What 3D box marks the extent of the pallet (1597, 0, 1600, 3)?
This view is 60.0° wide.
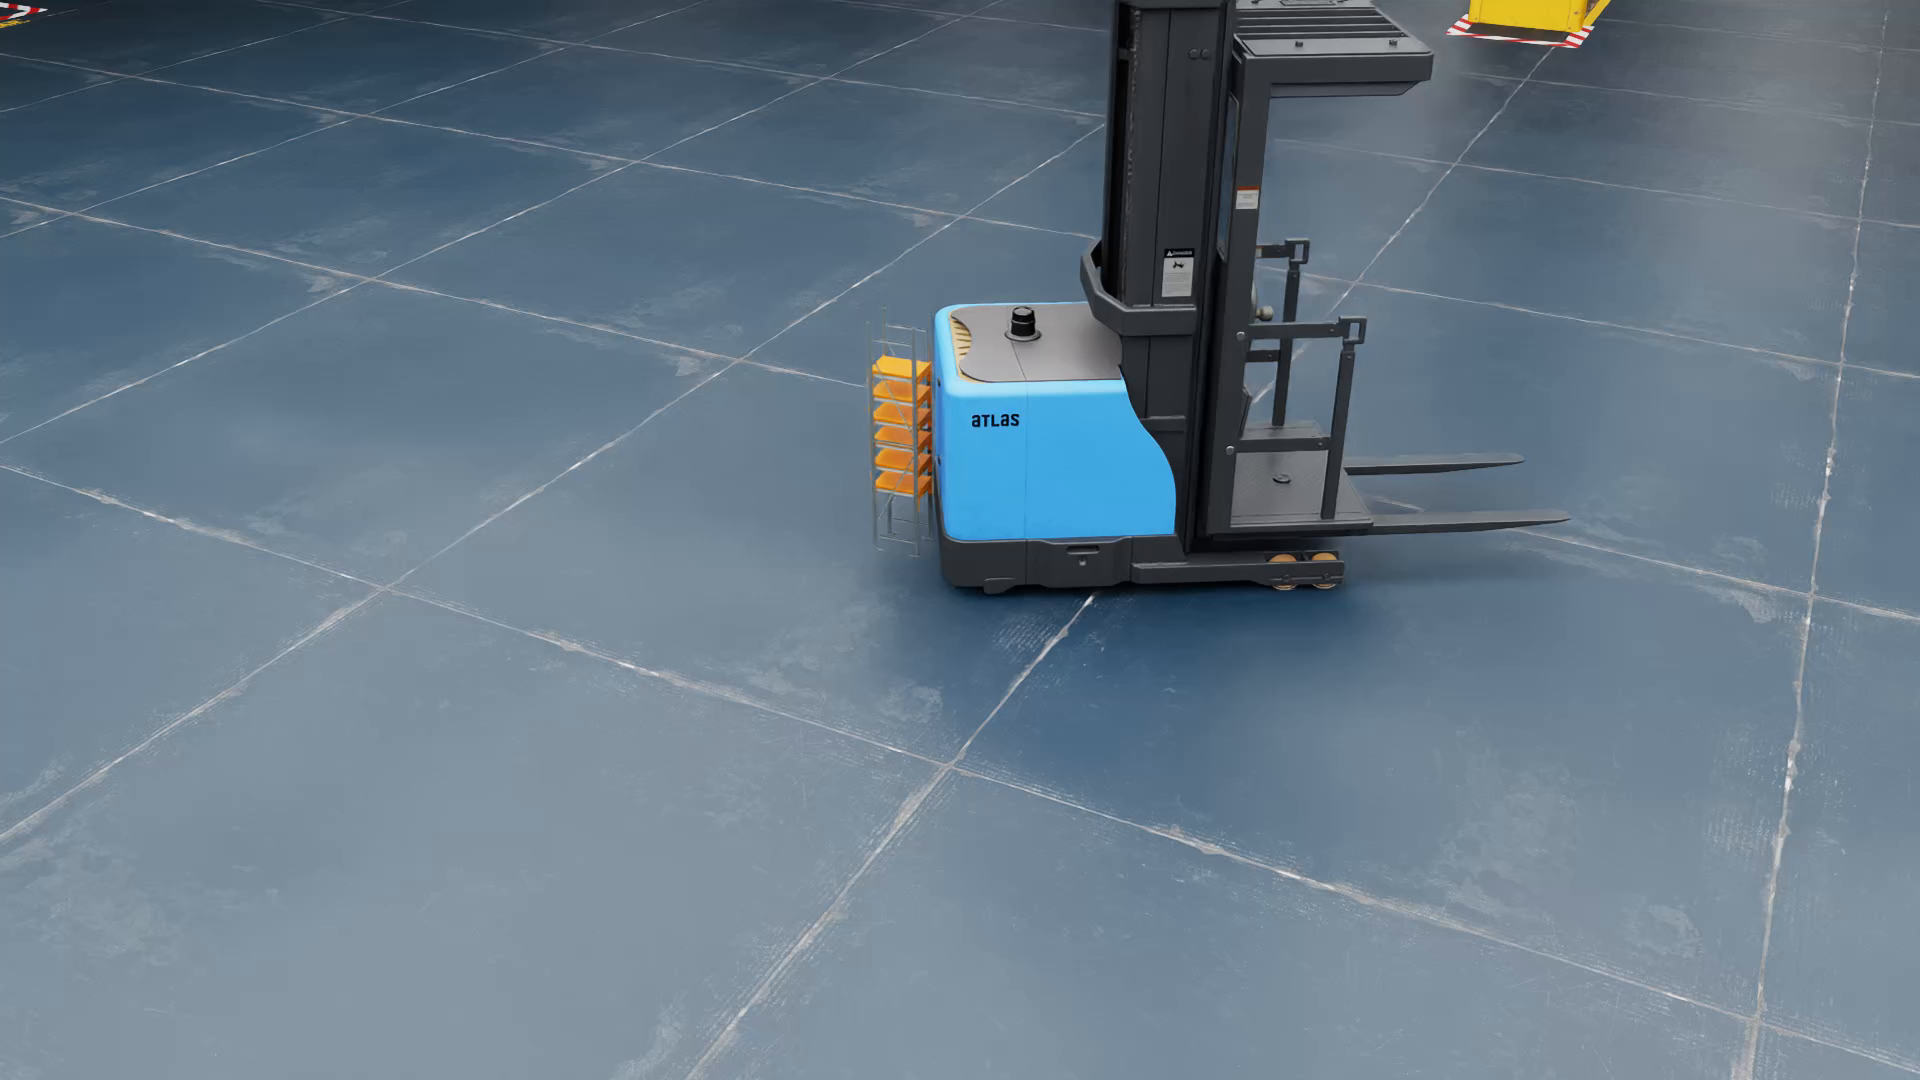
[{"bbox_3d":[7.055,-6.552,19.447,1.003,0.211,1.213,14,33,23],"label":"pallet"}]

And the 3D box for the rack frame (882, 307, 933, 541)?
[{"bbox_3d":[-0.248,-0.537,7.981,0.240,1.200,0.006,10,31,18],"label":"rack frame"}]

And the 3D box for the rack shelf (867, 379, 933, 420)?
[{"bbox_3d":[-0.280,-0.664,7.809,0.258,0.103,0.180,10,31,18],"label":"rack shelf"}]

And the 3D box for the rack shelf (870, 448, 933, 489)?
[{"bbox_3d":[-0.280,-0.352,7.988,0.258,0.103,0.180,10,31,18],"label":"rack shelf"}]

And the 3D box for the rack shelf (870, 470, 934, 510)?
[{"bbox_3d":[-0.280,-0.248,8.048,0.258,0.103,0.180,10,31,18],"label":"rack shelf"}]

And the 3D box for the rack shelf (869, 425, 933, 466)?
[{"bbox_3d":[-0.280,-0.456,7.929,0.258,0.103,0.180,10,31,18],"label":"rack shelf"}]

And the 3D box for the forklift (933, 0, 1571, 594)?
[{"bbox_3d":[1.405,-1.297,7.565,3.031,2.935,1.130,-2,30,-3],"label":"forklift"}]

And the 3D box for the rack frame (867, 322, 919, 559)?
[{"bbox_3d":[-0.312,-0.452,7.832,0.240,1.200,0.006,10,31,18],"label":"rack frame"}]

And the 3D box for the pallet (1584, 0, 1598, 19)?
[{"bbox_3d":[6.498,-6.013,18.509,1.003,0.211,1.213,14,33,23],"label":"pallet"}]

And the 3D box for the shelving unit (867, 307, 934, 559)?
[{"bbox_3d":[-0.280,-0.495,7.907,0.258,1.200,0.189,10,31,18],"label":"shelving unit"}]

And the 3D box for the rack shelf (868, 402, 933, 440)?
[{"bbox_3d":[-0.280,-0.560,7.869,0.258,0.103,0.180,10,31,18],"label":"rack shelf"}]

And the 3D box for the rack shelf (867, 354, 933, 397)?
[{"bbox_3d":[-0.280,-0.768,7.749,0.258,0.103,0.180,10,31,18],"label":"rack shelf"}]

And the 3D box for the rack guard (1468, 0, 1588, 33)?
[{"bbox_3d":[6.096,-5.786,17.824,1.175,0.500,0.348,14,33,23],"label":"rack guard"}]
